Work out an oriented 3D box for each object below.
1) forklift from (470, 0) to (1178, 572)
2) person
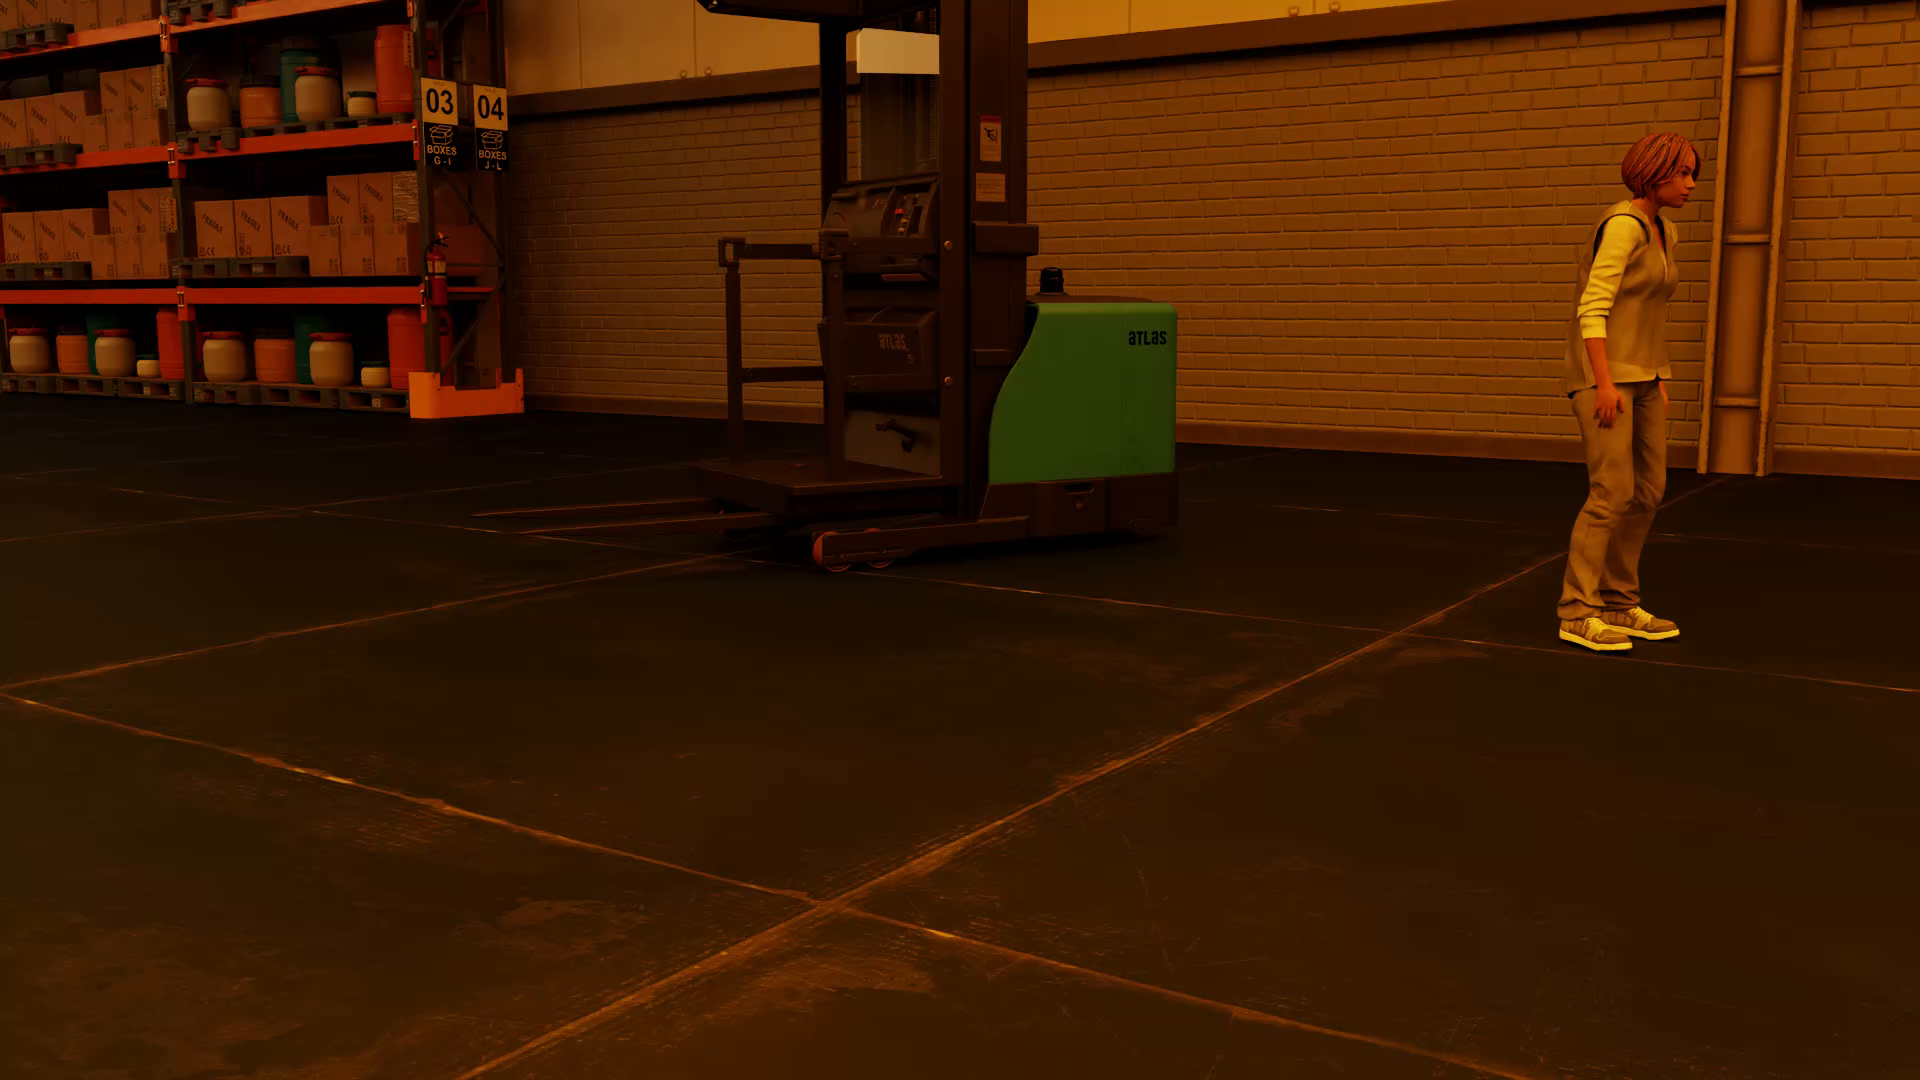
[{"bbox_3d":[-0.528,-1.406,7.078,3.031,2.935,1.130,-5,9,-31],"label":"forklift"},{"bbox_3d":[2.096,-0.468,5.246,0.479,1.591,0.345,-8,11,-44],"label":"person"}]
